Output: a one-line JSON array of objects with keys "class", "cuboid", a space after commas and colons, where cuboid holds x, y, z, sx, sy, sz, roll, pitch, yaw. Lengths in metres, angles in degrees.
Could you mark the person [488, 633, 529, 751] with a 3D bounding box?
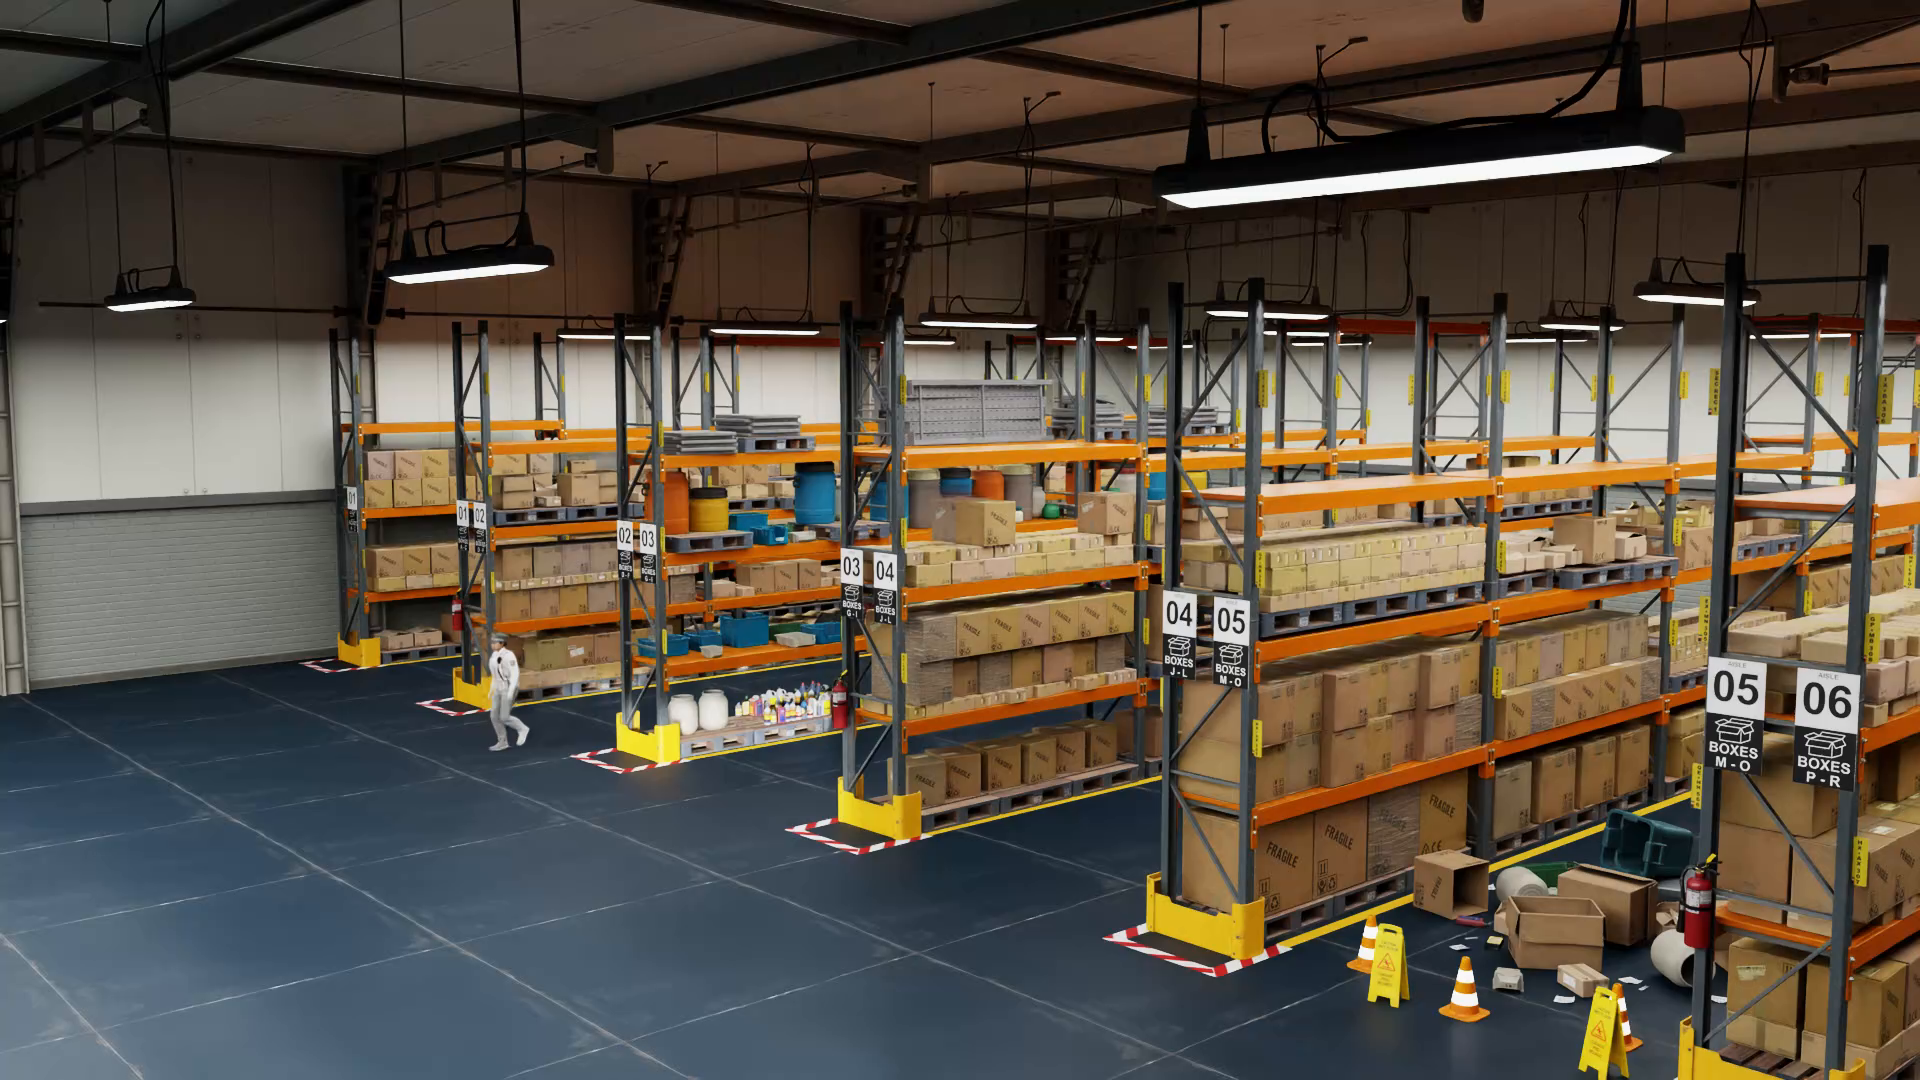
[{"class": "person", "cuboid": [-6.265, 2.080, 23.032, 0.583, 1.659, 0.529, 5, 8, 43]}]
